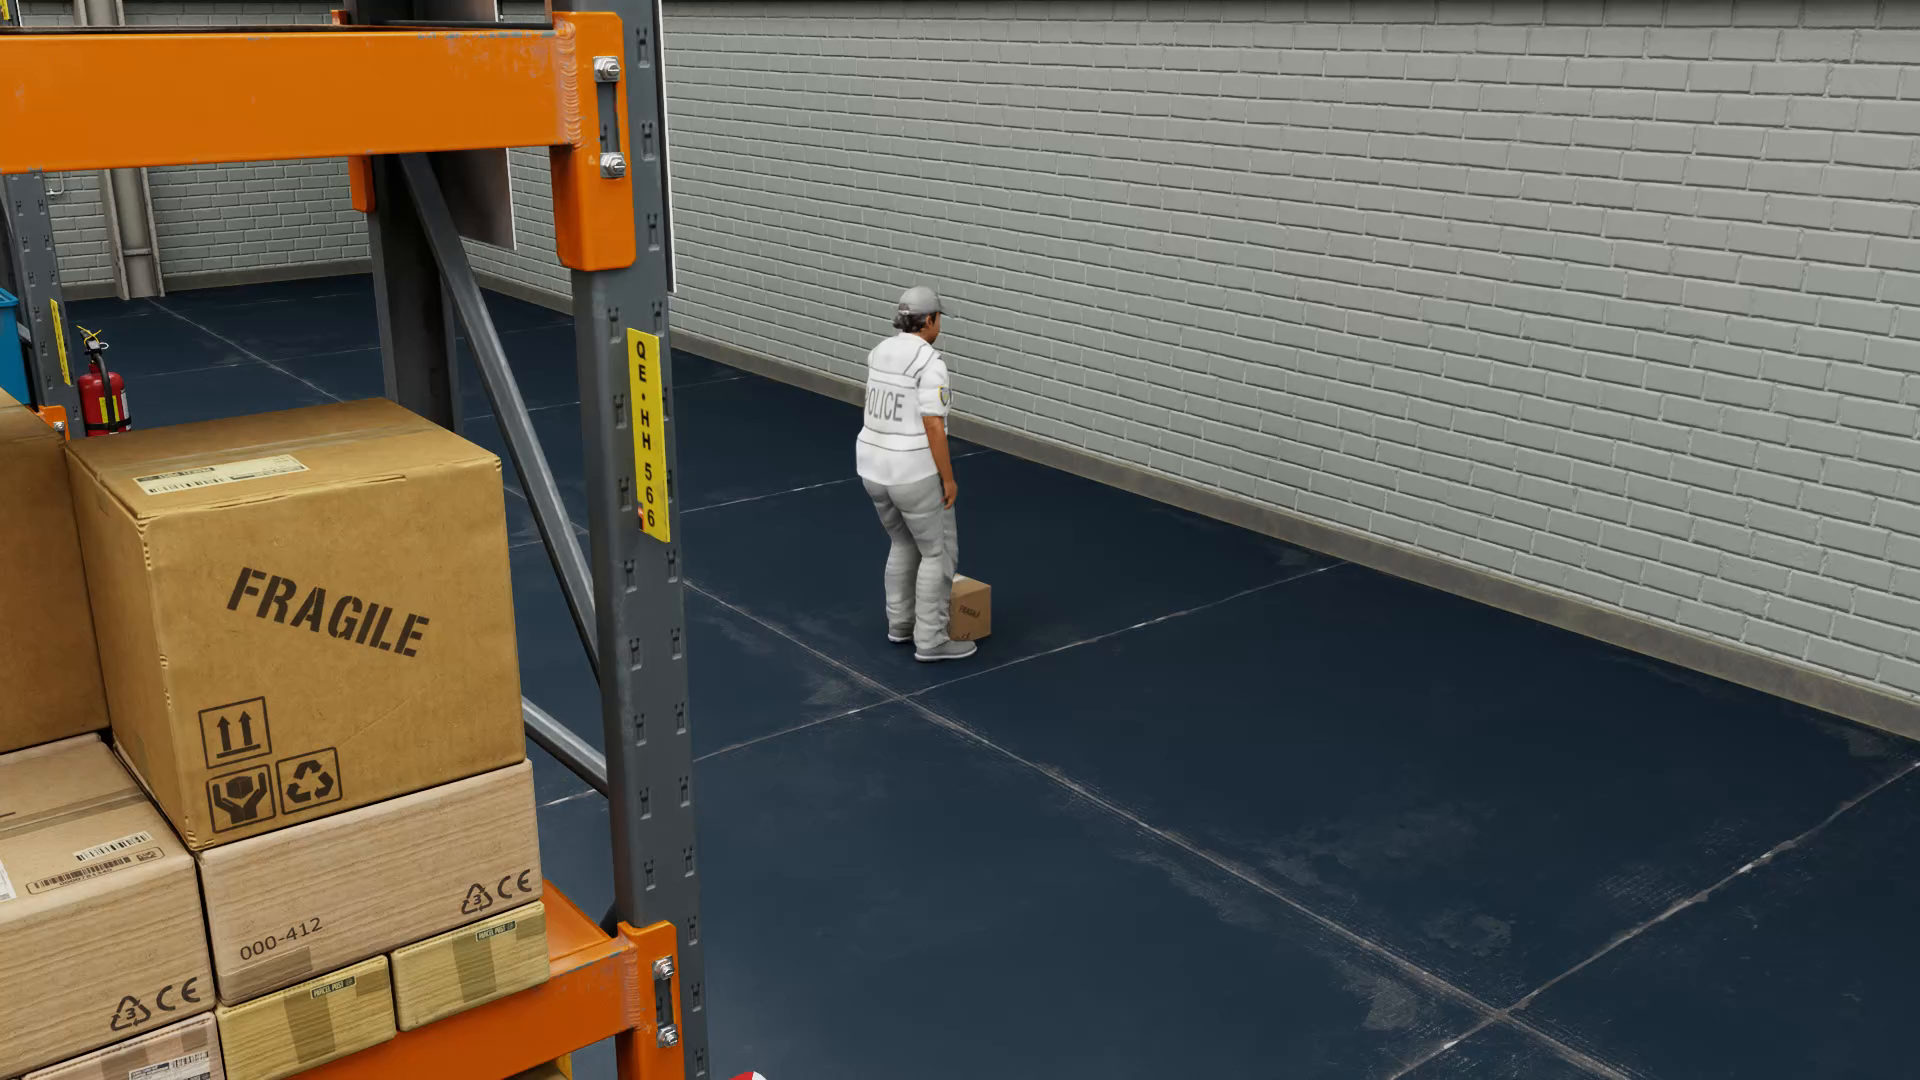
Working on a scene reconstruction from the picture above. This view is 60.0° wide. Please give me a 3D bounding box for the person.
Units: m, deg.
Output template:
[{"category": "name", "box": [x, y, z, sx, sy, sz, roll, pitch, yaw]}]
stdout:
[{"category": "person", "box": [-0.196, -0.300, 7.477, 0.469, 1.664, 0.547, -15, 23, -38]}]
